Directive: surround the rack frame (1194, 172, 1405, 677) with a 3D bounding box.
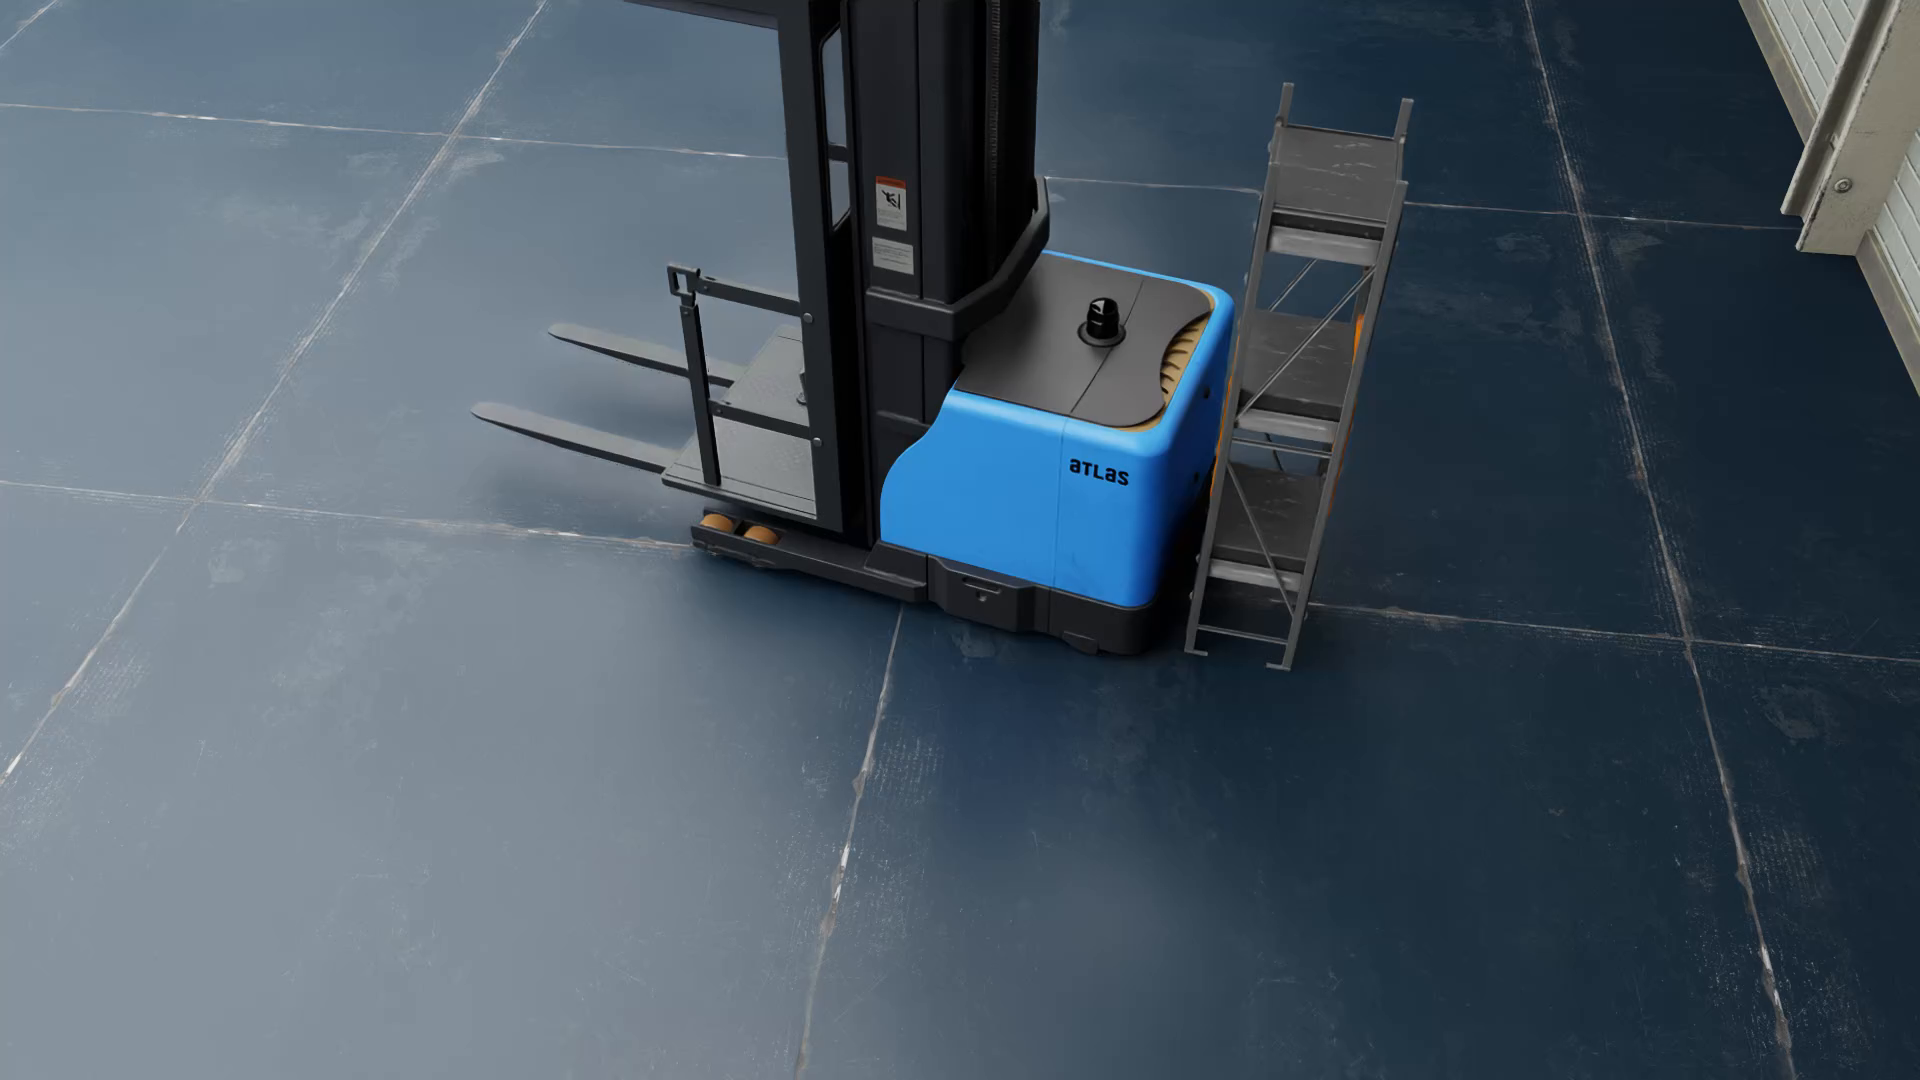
[{"bbox_3d":[1.077,-0.278,5.516,0.400,2.100,0.015,7,44,7],"label":"rack frame"}]

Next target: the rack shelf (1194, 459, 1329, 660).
[{"bbox_3d":[1.120,0.072,6.183,0.431,0.518,0.480,7,44,7],"label":"rack shelf"}]

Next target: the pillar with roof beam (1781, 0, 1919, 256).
[{"bbox_3d":[0.078,-5.215,5.713,9.100,9.000,0.400,5,44,6],"label":"pillar with roof beam"}]

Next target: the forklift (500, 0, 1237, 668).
[{"bbox_3d":[-0.501,-1.326,6.018,3.031,2.935,1.130,20,47,20],"label":"forklift"}]

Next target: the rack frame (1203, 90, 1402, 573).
[{"bbox_3d":[1.163,-0.610,5.864,0.400,2.100,0.015,7,44,7],"label":"rack frame"}]

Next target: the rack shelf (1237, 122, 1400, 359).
[{"bbox_3d":[1.120,-0.941,5.217,0.431,0.518,0.480,7,44,7],"label":"rack shelf"}]

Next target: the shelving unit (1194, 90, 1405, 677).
[{"bbox_3d":[1.120,-0.444,5.690,0.431,2.100,0.503,7,44,7],"label":"shelving unit"}]

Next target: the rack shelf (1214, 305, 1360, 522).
[{"bbox_3d":[1.120,-0.434,5.700,0.431,0.518,0.480,7,44,7],"label":"rack shelf"}]
